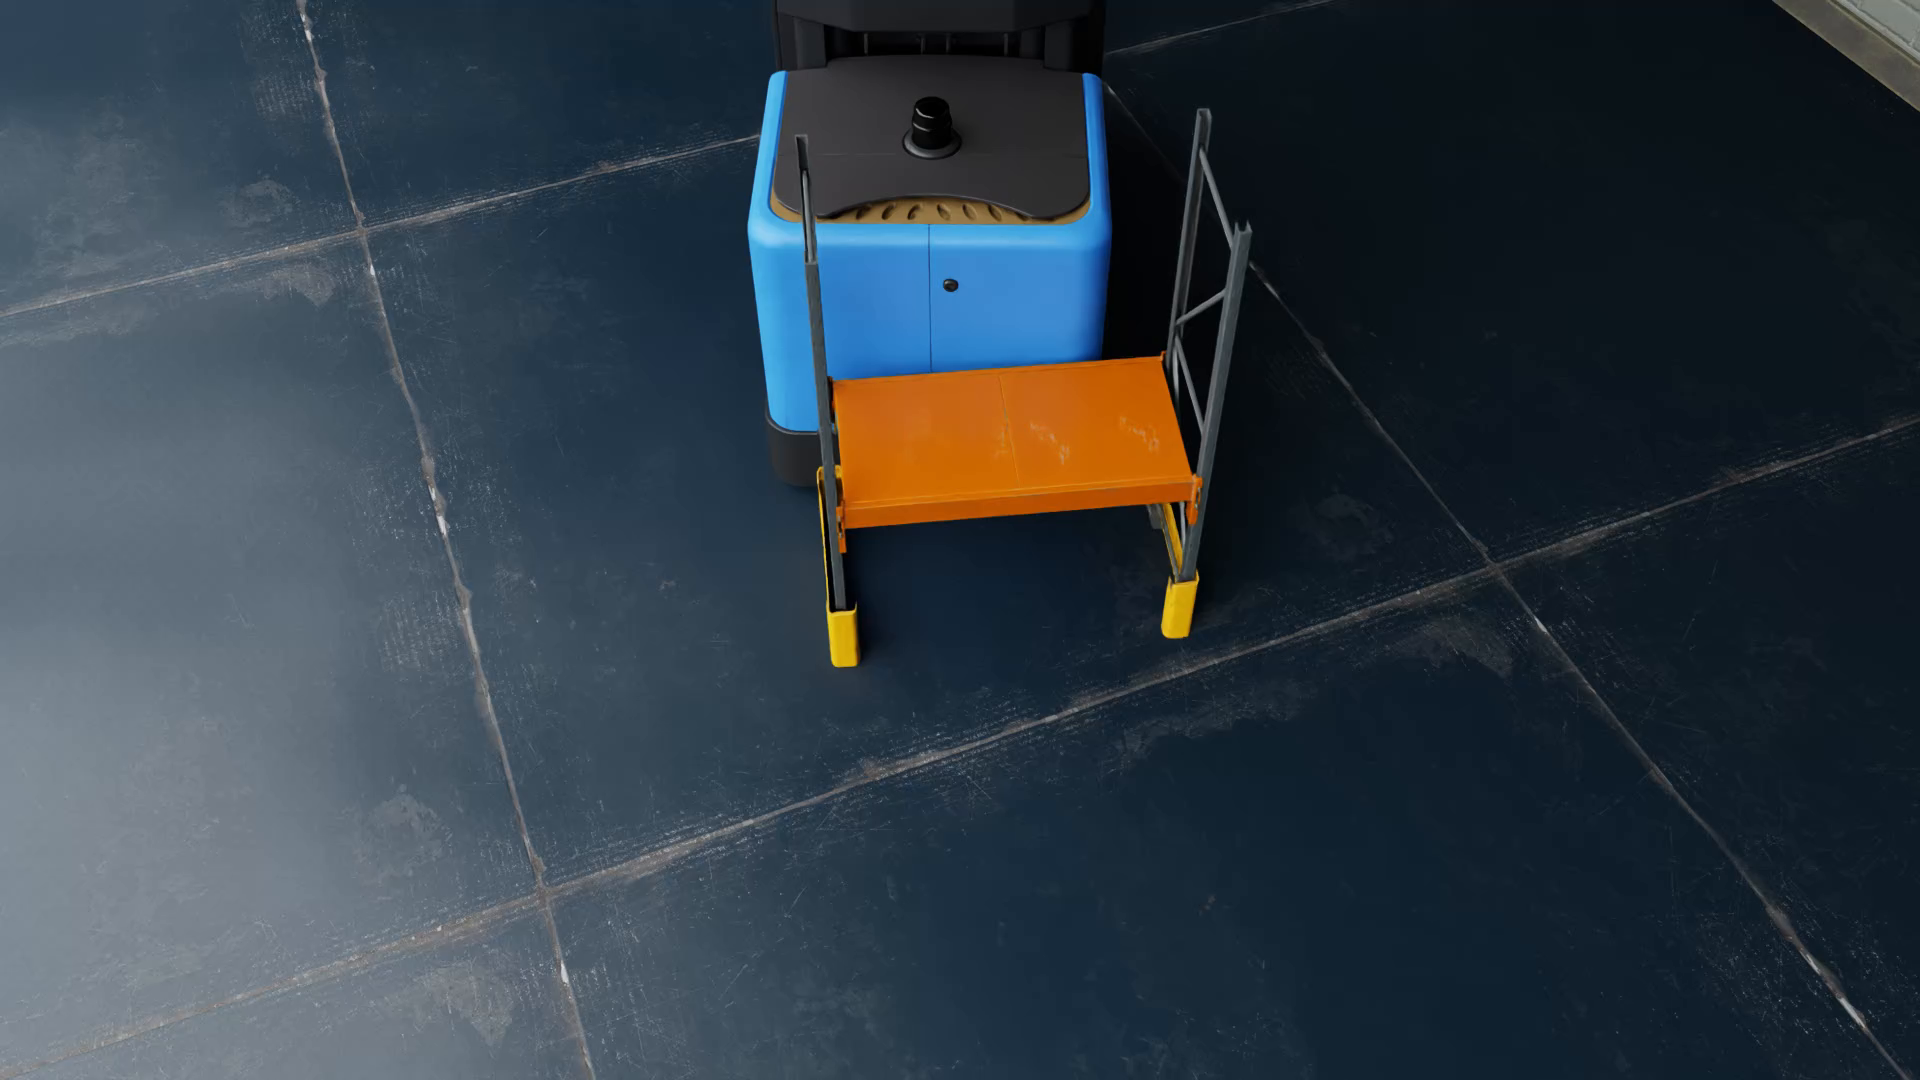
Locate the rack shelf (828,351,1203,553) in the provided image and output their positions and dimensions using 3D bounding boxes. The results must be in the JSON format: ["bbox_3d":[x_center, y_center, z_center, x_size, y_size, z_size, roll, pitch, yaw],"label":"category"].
[{"bbox_3d":[0.137,-0.258,4.720,1.000,0.185,0.538,-5,50,-4],"label":"rack shelf"}]

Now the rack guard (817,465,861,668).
[{"bbox_3d":[-0.367,0.074,5.022,0.087,0.250,0.587,-5,50,-4],"label":"rack guard"}]

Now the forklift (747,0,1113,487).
[{"bbox_3d":[-0.067,-2.223,5.227,1.130,2.935,3.031,1,49,0],"label":"forklift"}]

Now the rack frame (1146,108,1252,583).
[{"bbox_3d":[0.642,-0.417,4.619,0.032,1.500,0.500,-5,50,-4],"label":"rack frame"}]

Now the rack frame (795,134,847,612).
[{"bbox_3d":[-0.368,-0.333,4.548,0.032,1.500,0.500,-5,50,-4],"label":"rack frame"}]

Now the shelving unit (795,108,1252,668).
[{"bbox_3d":[0.128,-0.374,4.583,1.083,1.500,0.587,-5,50,-4],"label":"shelving unit"}]

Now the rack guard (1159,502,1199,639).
[{"bbox_3d":[0.623,-0.008,5.092,0.087,0.250,0.587,-5,50,-4],"label":"rack guard"}]
